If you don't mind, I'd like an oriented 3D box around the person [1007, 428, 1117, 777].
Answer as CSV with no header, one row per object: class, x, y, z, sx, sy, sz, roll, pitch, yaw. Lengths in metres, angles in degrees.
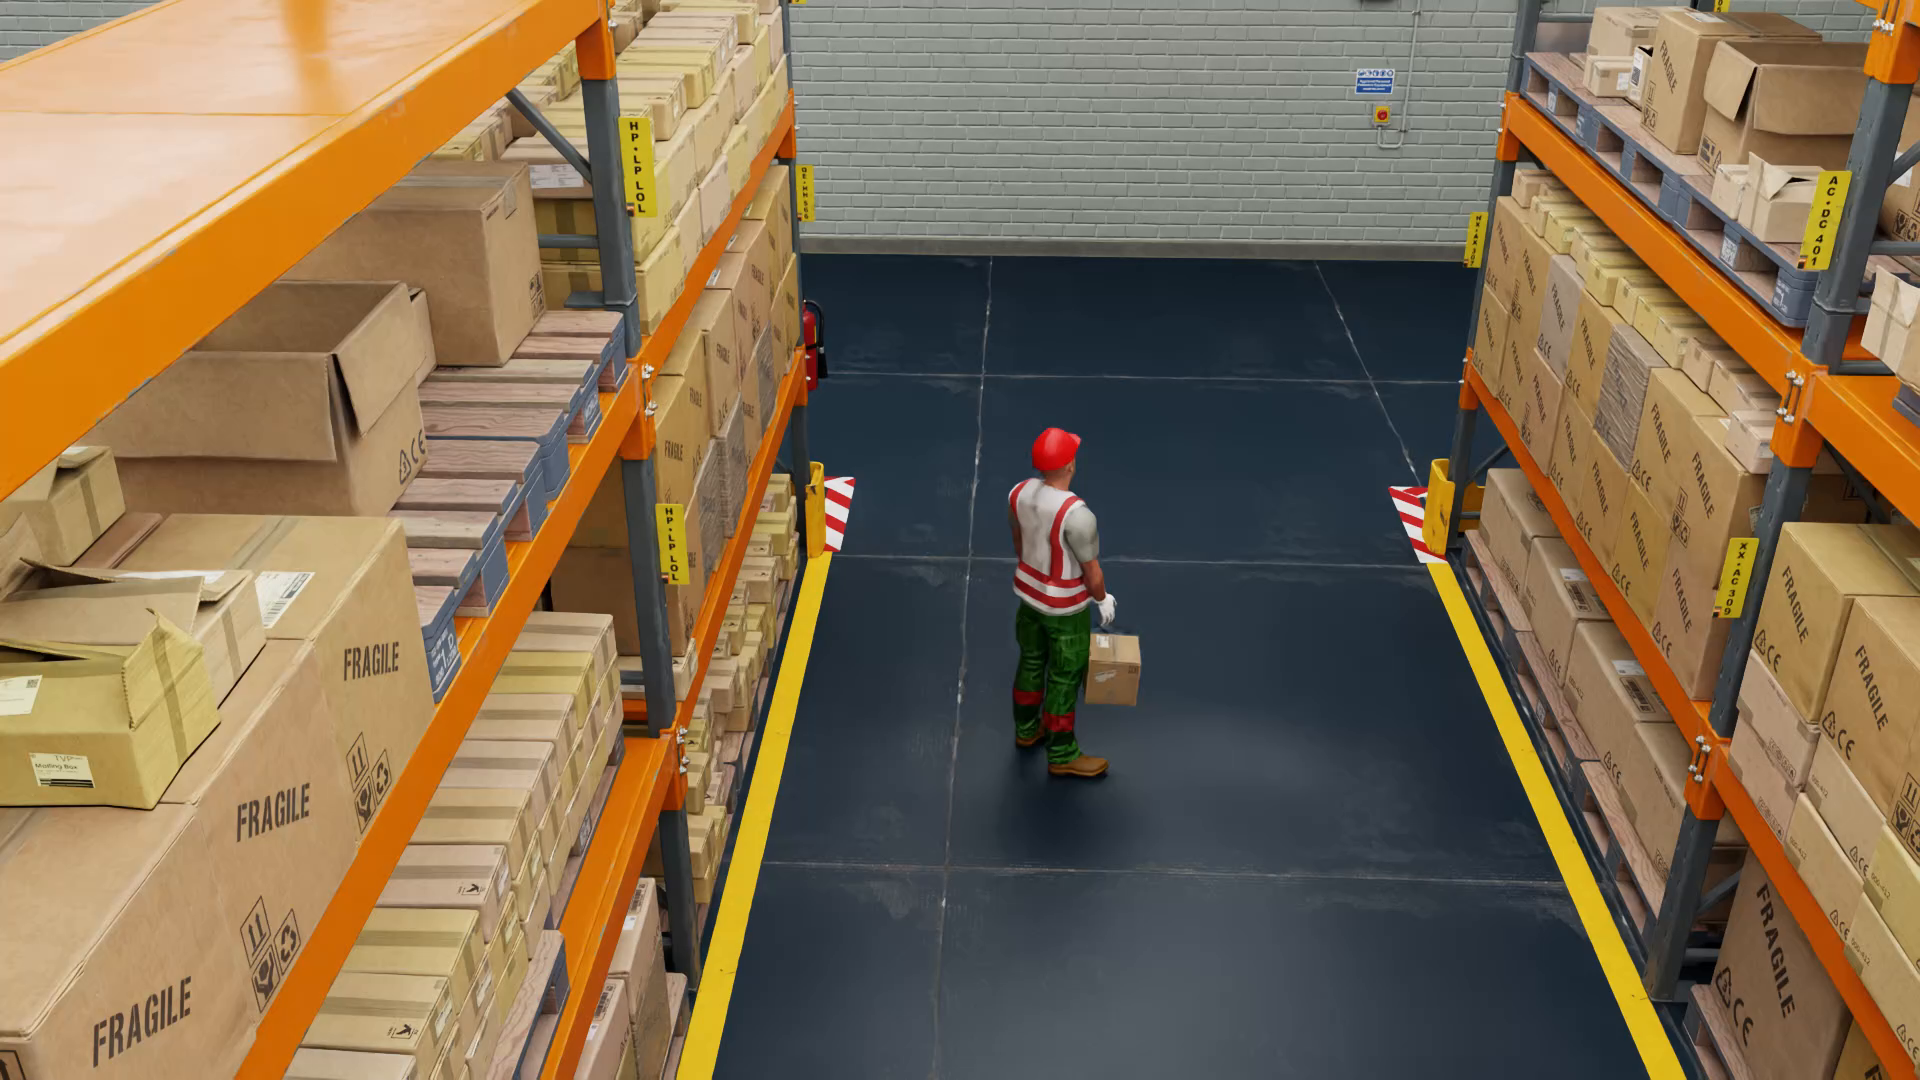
person,0.477,0.273,8.020,0.400,1.798,0.614,-22,35,-35
